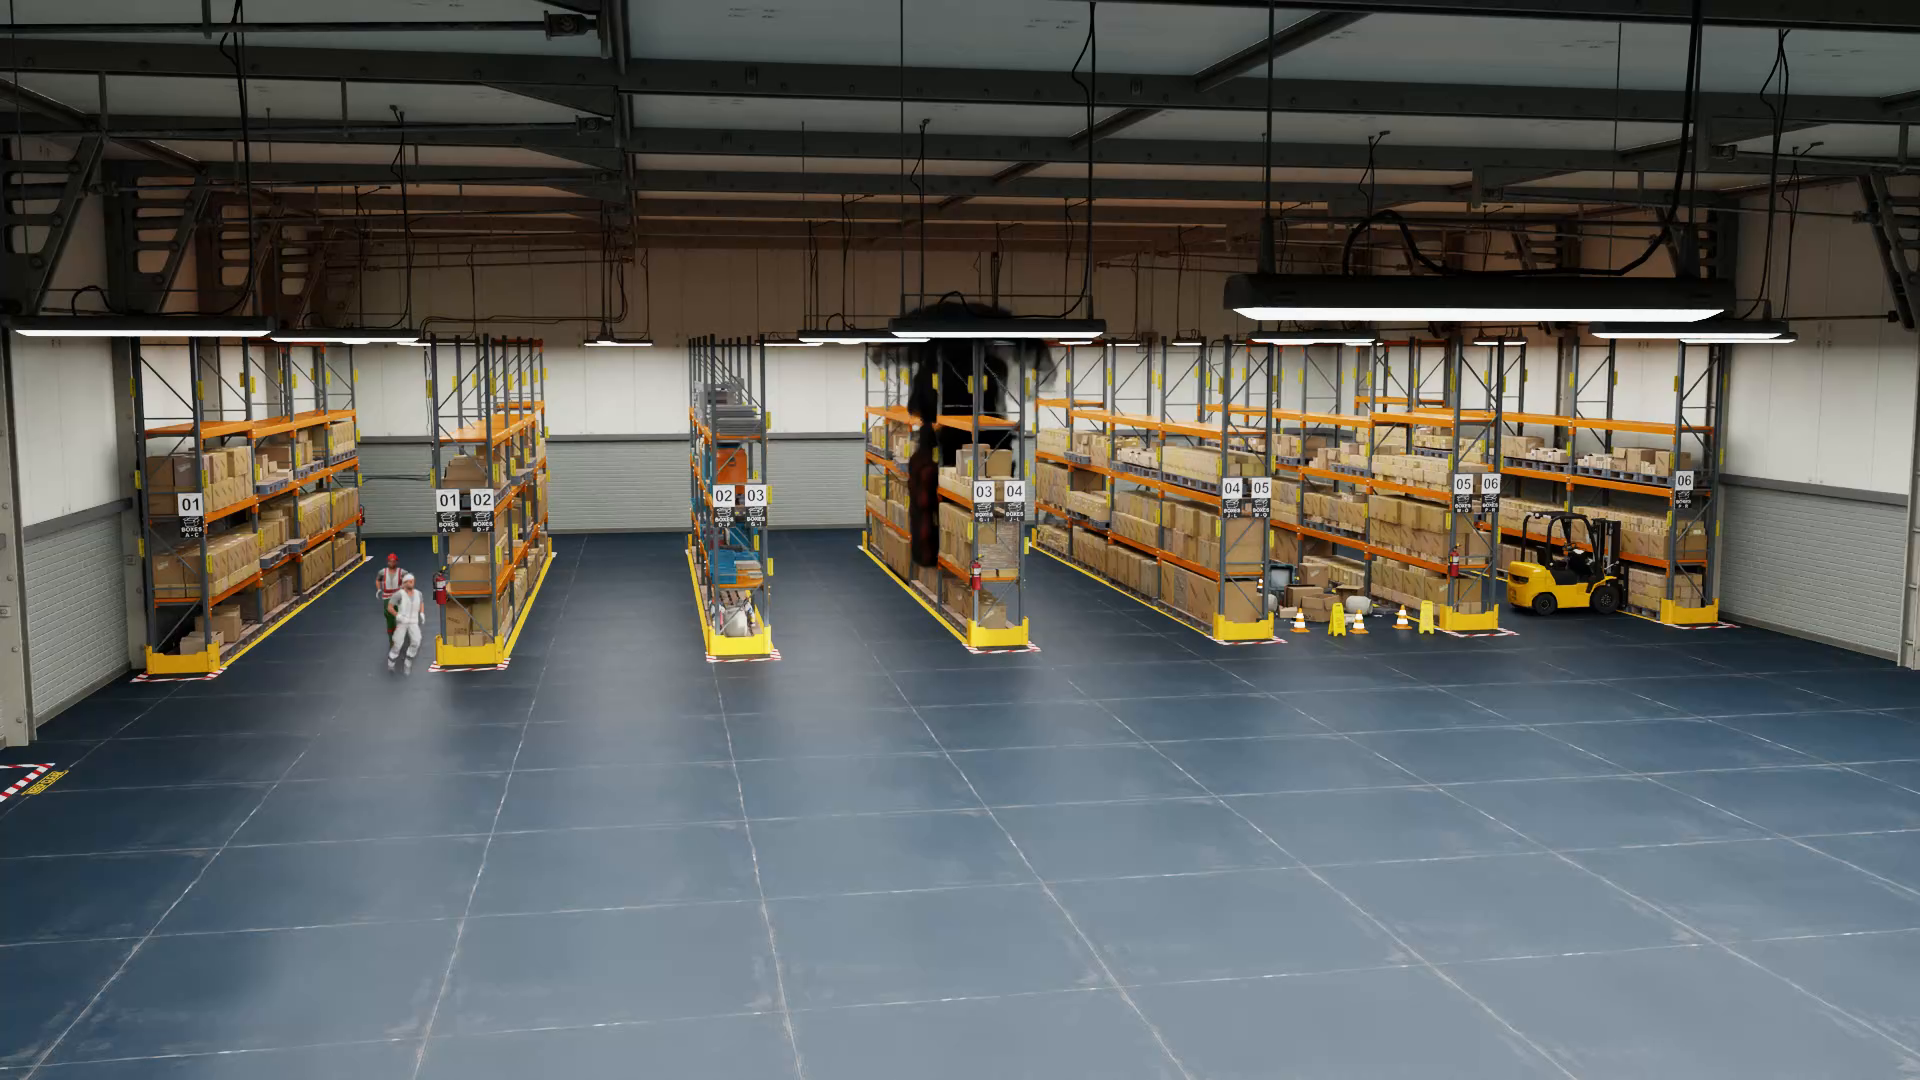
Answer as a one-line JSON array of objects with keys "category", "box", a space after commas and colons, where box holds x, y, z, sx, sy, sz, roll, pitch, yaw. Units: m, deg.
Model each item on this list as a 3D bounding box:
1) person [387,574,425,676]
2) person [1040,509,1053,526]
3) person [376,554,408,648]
[{"category": "person", "box": [-9.765, 1.493, 29.414, 0.717, 1.784, 0.678, -5, 8, -39]}, {"category": "person", "box": [2.700, -0.780, 49.971, 0.756, 1.667, 0.665, 2, 7, 14]}, {"category": "person", "box": [-10.919, 1.149, 32.089, 0.673, 1.777, 0.872, -2, 7, -16]}]
